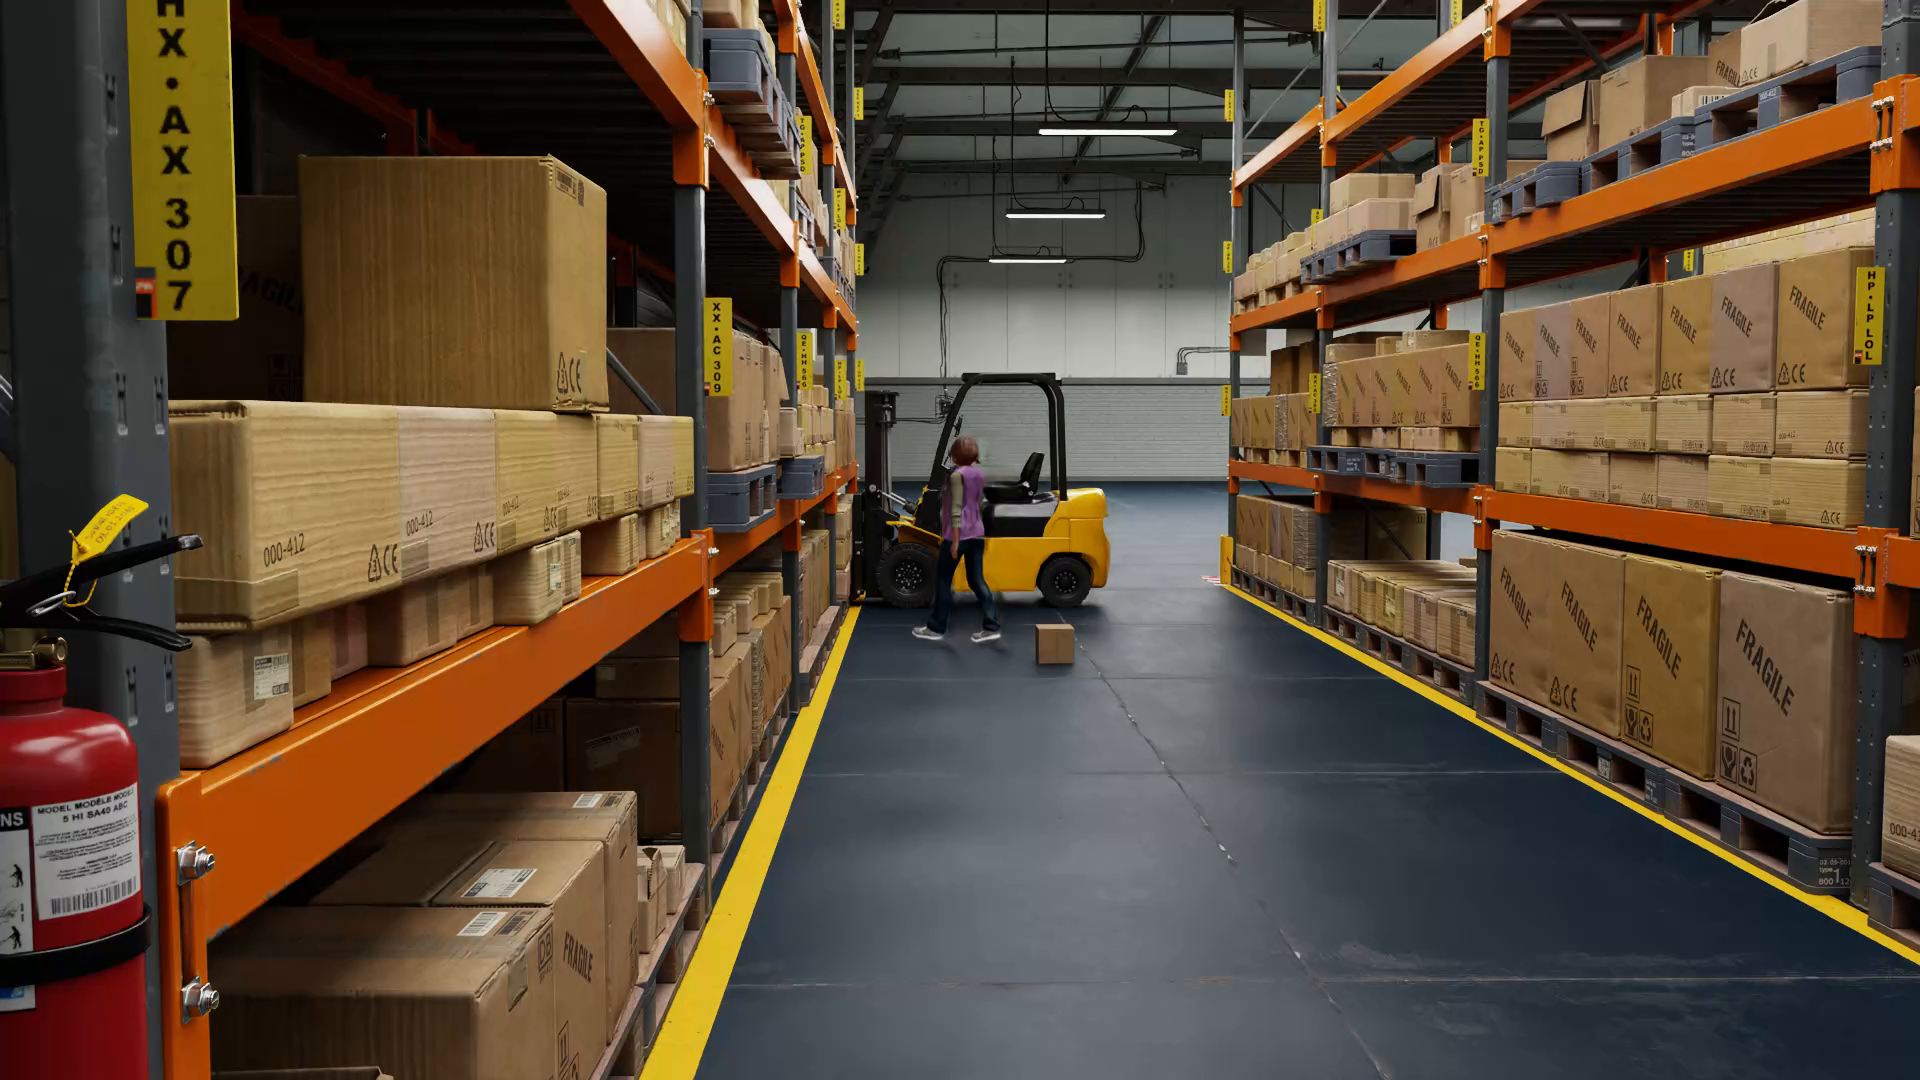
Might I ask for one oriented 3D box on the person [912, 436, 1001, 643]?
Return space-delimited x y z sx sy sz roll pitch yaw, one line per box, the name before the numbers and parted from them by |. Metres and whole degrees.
person | -0.010 -0.009 12.740 0.764 1.573 0.421 3 5 41
